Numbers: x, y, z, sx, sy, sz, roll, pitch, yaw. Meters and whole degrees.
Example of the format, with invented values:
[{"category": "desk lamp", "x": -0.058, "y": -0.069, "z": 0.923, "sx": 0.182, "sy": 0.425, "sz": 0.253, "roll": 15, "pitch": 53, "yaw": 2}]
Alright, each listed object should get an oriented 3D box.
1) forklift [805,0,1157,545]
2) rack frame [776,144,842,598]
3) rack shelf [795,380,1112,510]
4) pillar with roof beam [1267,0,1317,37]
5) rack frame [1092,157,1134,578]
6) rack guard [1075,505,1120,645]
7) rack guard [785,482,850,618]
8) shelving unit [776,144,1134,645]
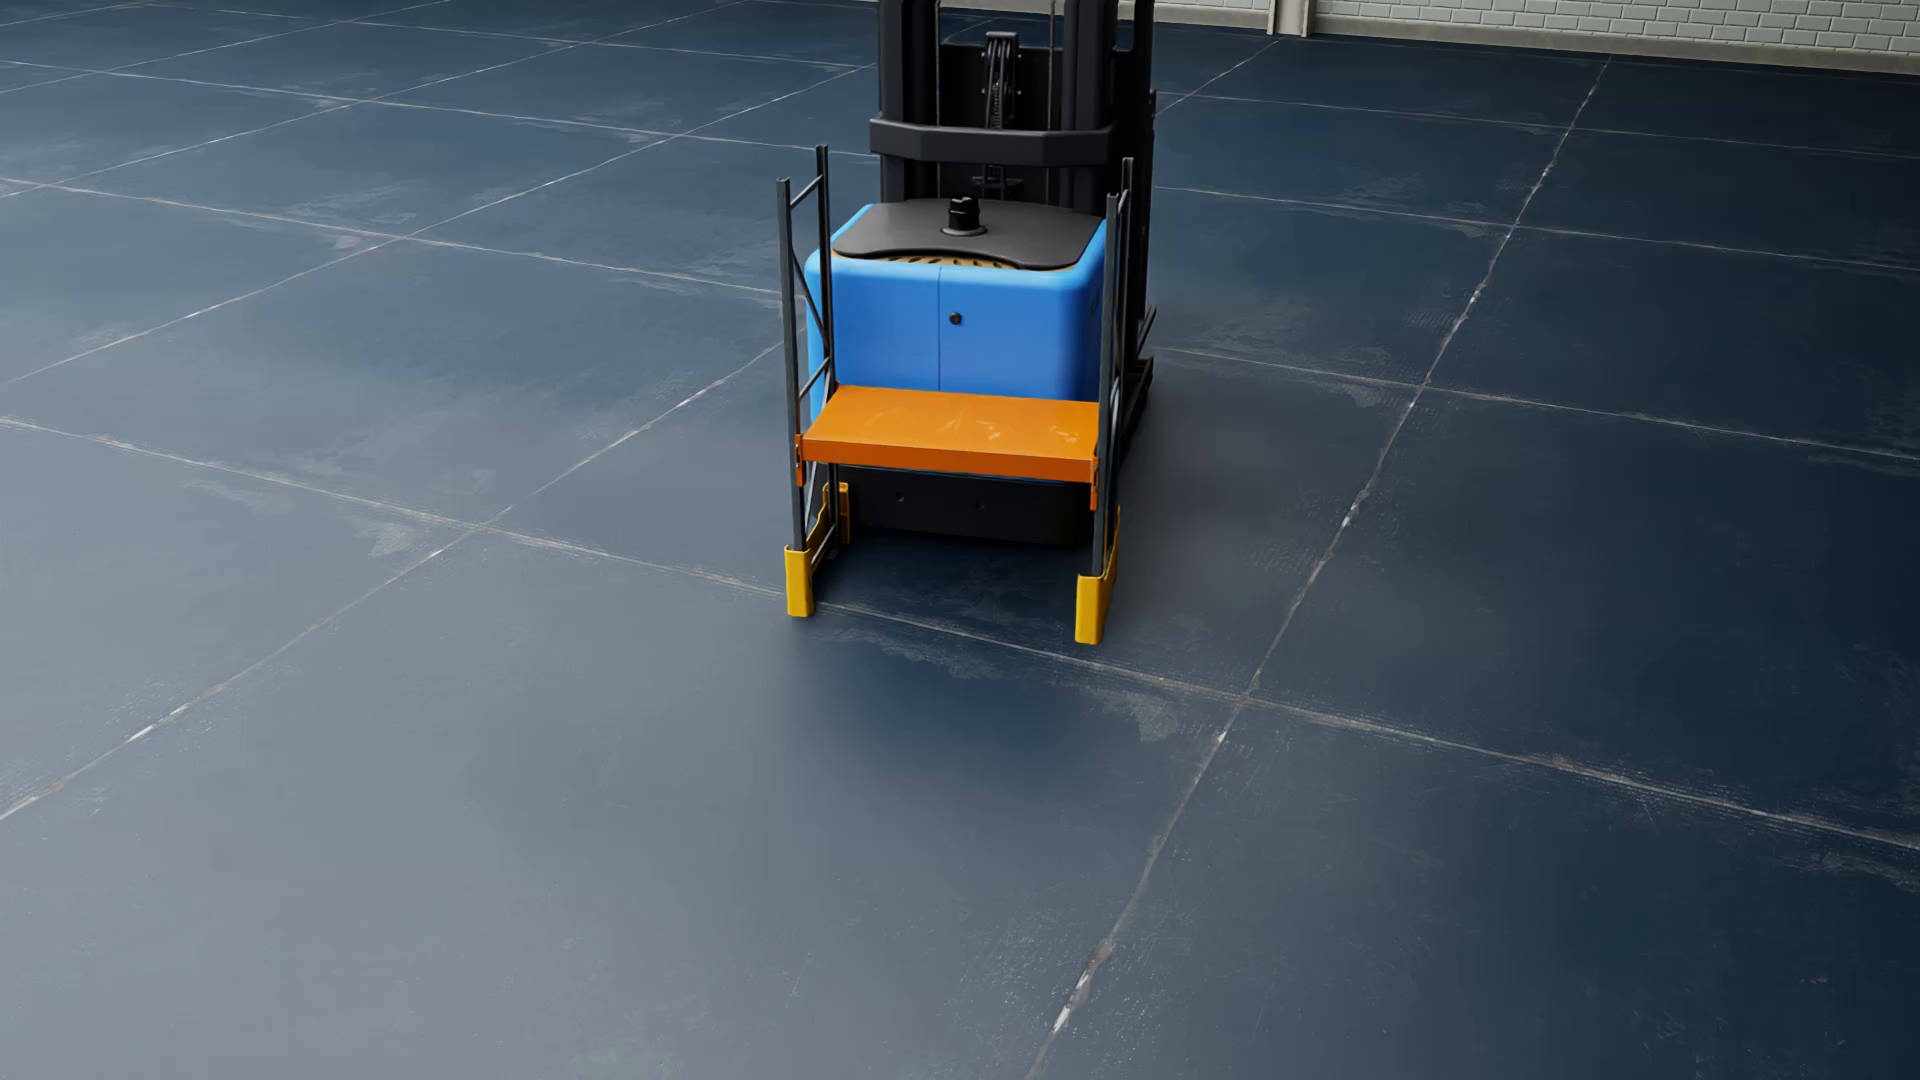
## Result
[{"category": "forklift", "x": 0.268, "y": -1.925, "z": 6.841, "sx": 1.130, "sy": 2.935, "sz": 3.031, "roll": 6, "pitch": 27, "yaw": 12}, {"category": "rack frame", "x": -0.502, "y": -0.535, "z": 5.638, "sx": 0.032, "sy": 1.500, "sz": 0.500, "roll": 5, "pitch": 27, "yaw": 10}, {"category": "rack shelf", "x": -0.003, "y": -0.331, "z": 5.632, "sx": 1.000, "sy": 0.185, "sz": 0.538, "roll": 5, "pitch": 27, "yaw": 10}, {"category": "pillar with roof beam", "x": 1.481, "y": -7.310, "z": 10.910, "sx": 0.400, "sy": 9.000, "sz": 9.100, "roll": 11, "pitch": 28, "yaw": 22}, {"category": "rack frame", "x": 0.497, "y": -0.450, "z": 5.467, "sx": 0.032, "sy": 1.500, "sz": 0.500, "roll": 5, "pitch": 27, "yaw": 10}, {"category": "rack guard", "x": 0.478, "y": 0.109, "z": 5.746, "sx": 0.087, "sy": 0.250, "sz": 0.587, "roll": 5, "pitch": 27, "yaw": 10}, {"category": "rack guard", "x": -0.501, "y": 0.026, "z": 5.914, "sx": 0.087, "sy": 0.250, "sz": 0.587, "roll": 5, "pitch": 27, "yaw": 10}, {"category": "shelving unit", "x": -0.011, "y": -0.493, "z": 5.554, "sx": 1.083, "sy": 1.500, "sz": 0.587, "roll": 5, "pitch": 27, "yaw": 10}]
